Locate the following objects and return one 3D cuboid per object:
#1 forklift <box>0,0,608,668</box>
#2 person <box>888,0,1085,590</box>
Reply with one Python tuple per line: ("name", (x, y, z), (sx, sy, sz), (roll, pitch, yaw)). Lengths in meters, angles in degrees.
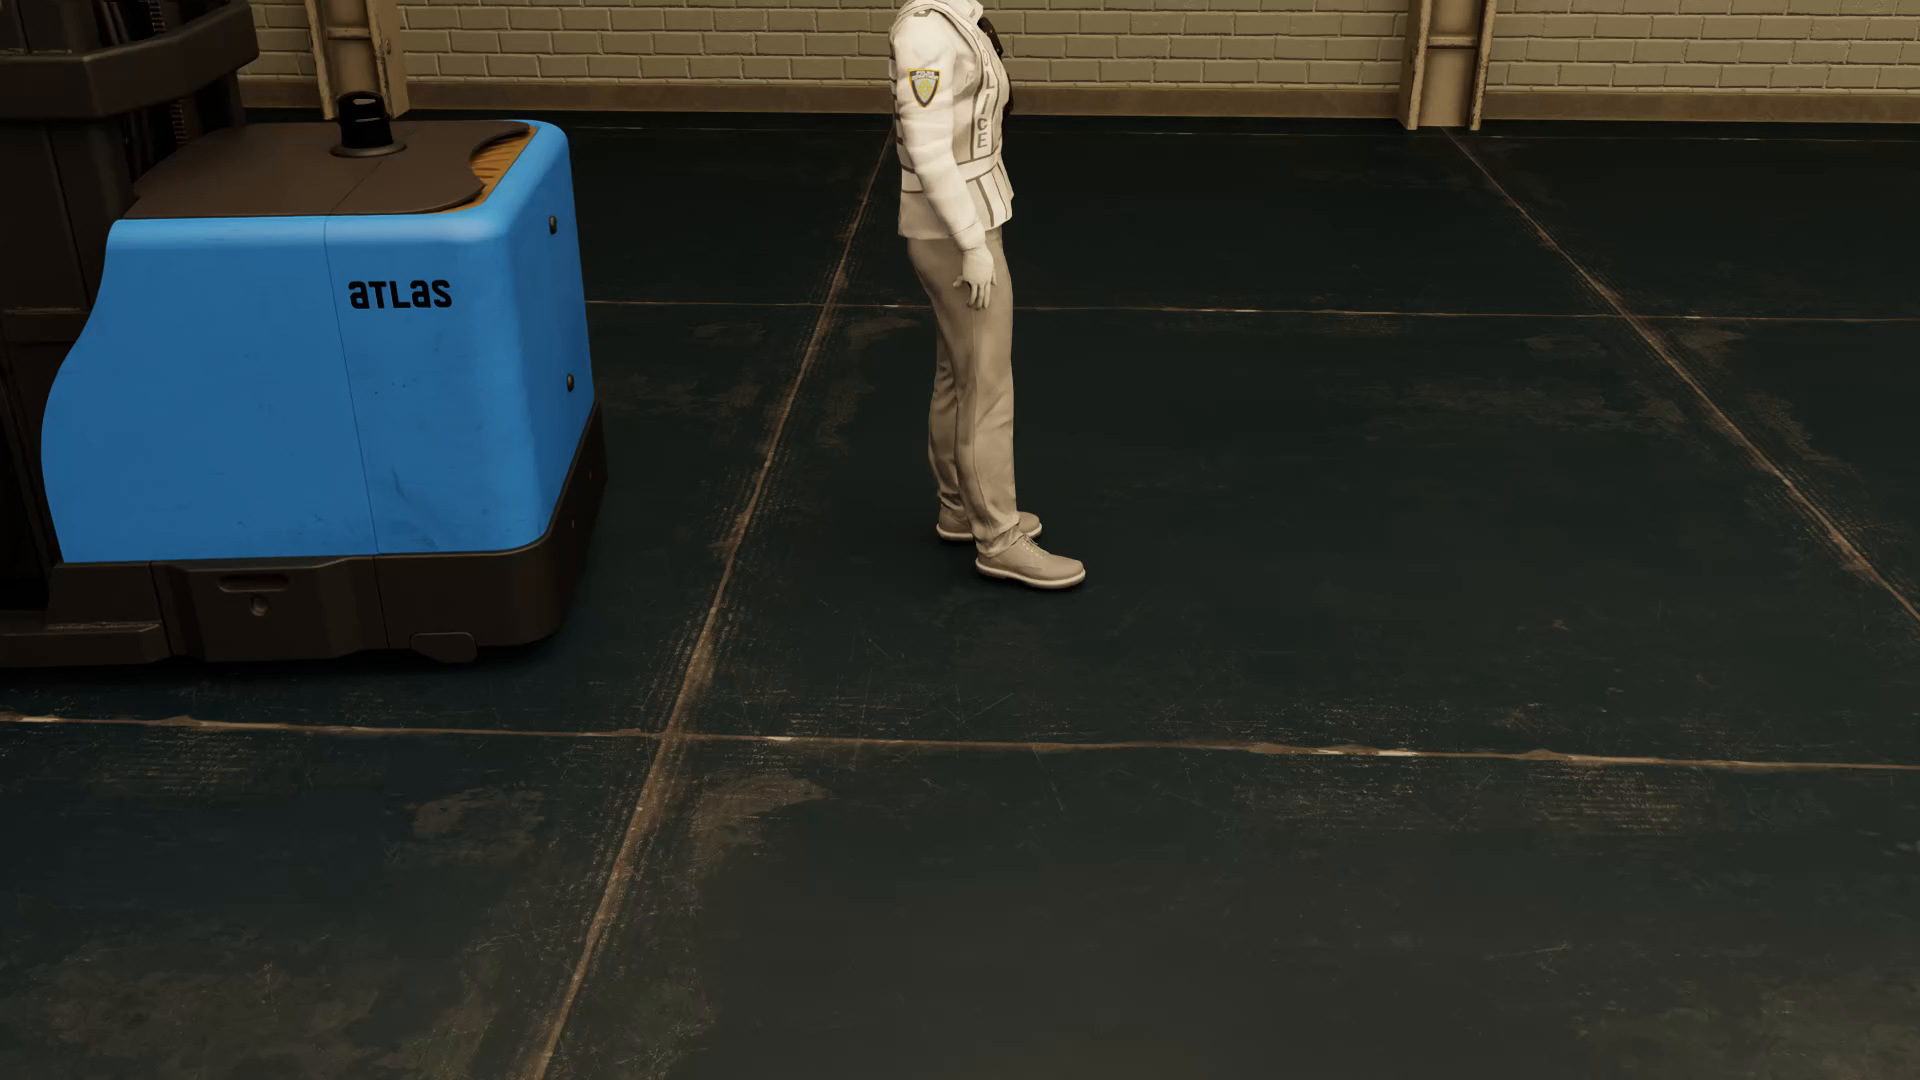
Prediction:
("forklift", (-2.485, -1.197, 3.636), (3.031, 2.935, 1.130), (-2, 26, -3))
("person", (0.067, -0.762, 4.135), (0.533, 1.696, 0.588), (1, 26, 2))
